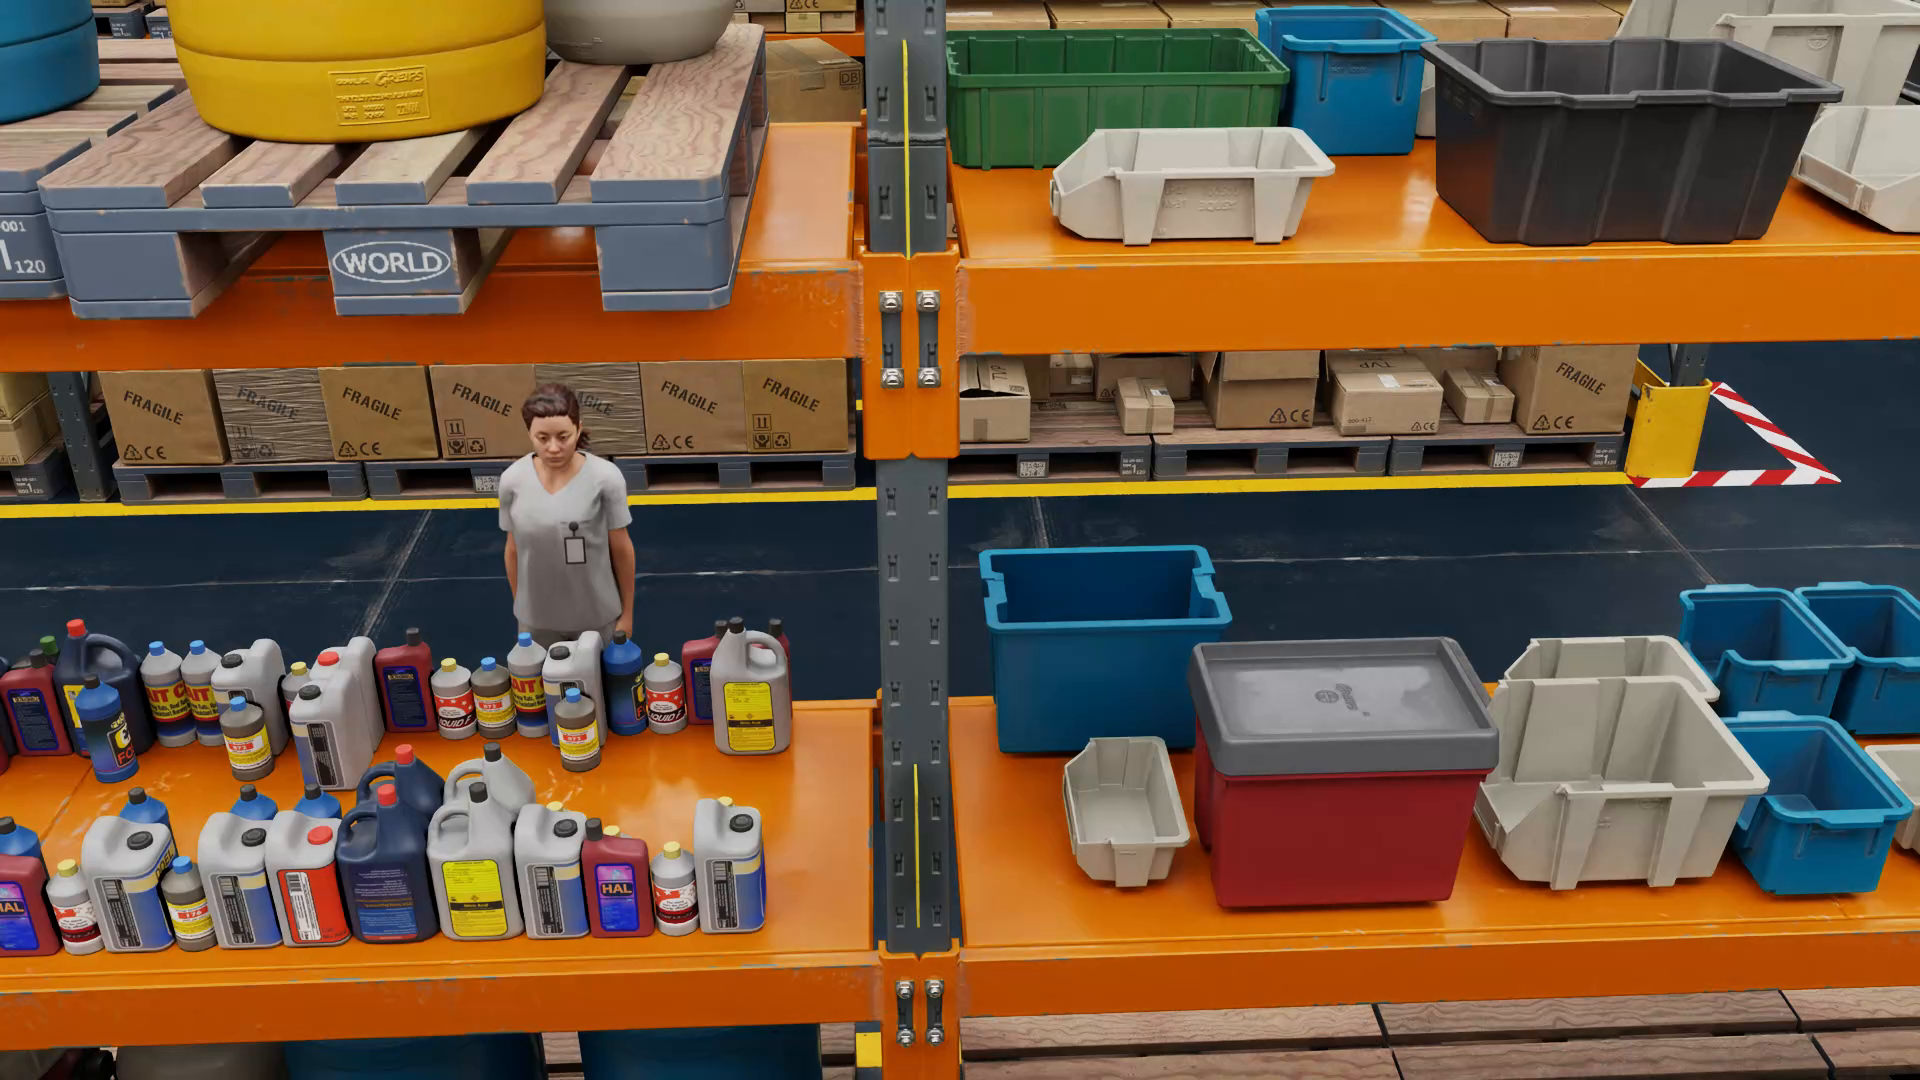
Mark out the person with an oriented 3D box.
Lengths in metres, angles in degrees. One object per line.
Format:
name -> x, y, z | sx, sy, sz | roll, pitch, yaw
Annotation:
person -> -1.305, 0.250, 5.654 | 0.438, 1.674, 0.360 | -1, 28, -2
